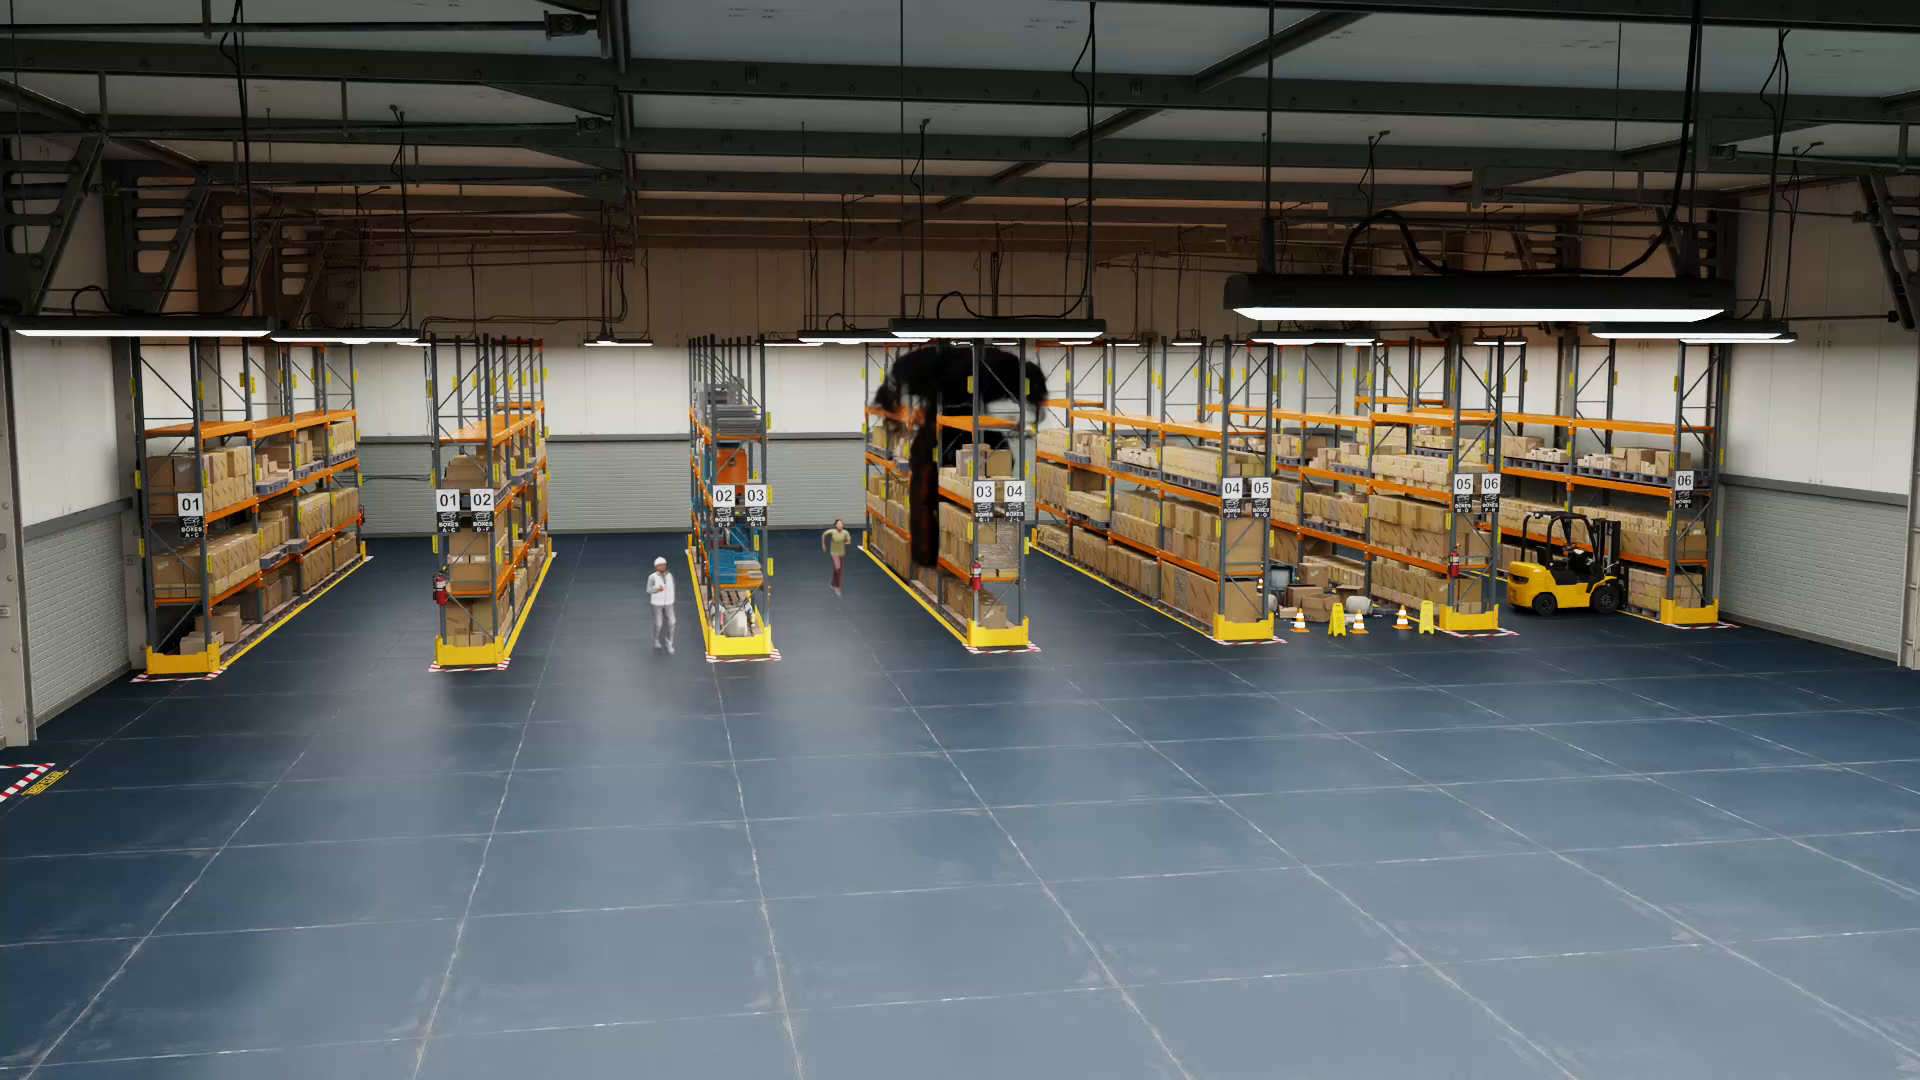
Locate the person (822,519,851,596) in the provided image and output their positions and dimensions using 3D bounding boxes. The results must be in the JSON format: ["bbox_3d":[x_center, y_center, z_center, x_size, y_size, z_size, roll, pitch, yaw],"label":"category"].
[{"bbox_3d":[-2.738,0.376,37.123,0.603,1.721,0.764,-2,7,-19],"label":"person"}]

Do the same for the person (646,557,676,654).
[{"bbox_3d":[-5.633,1.238,31.504,0.636,1.821,0.726,-3,7,-27],"label":"person"}]

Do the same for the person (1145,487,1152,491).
[{"bbox_3d":[5.800,-0.894,50.904,0.769,1.636,0.607,-2,7,-17],"label":"person"}]

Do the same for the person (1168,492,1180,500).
[{"bbox_3d":[6.477,-0.860,50.573,0.773,1.614,0.565,-2,7,-14],"label":"person"}]
